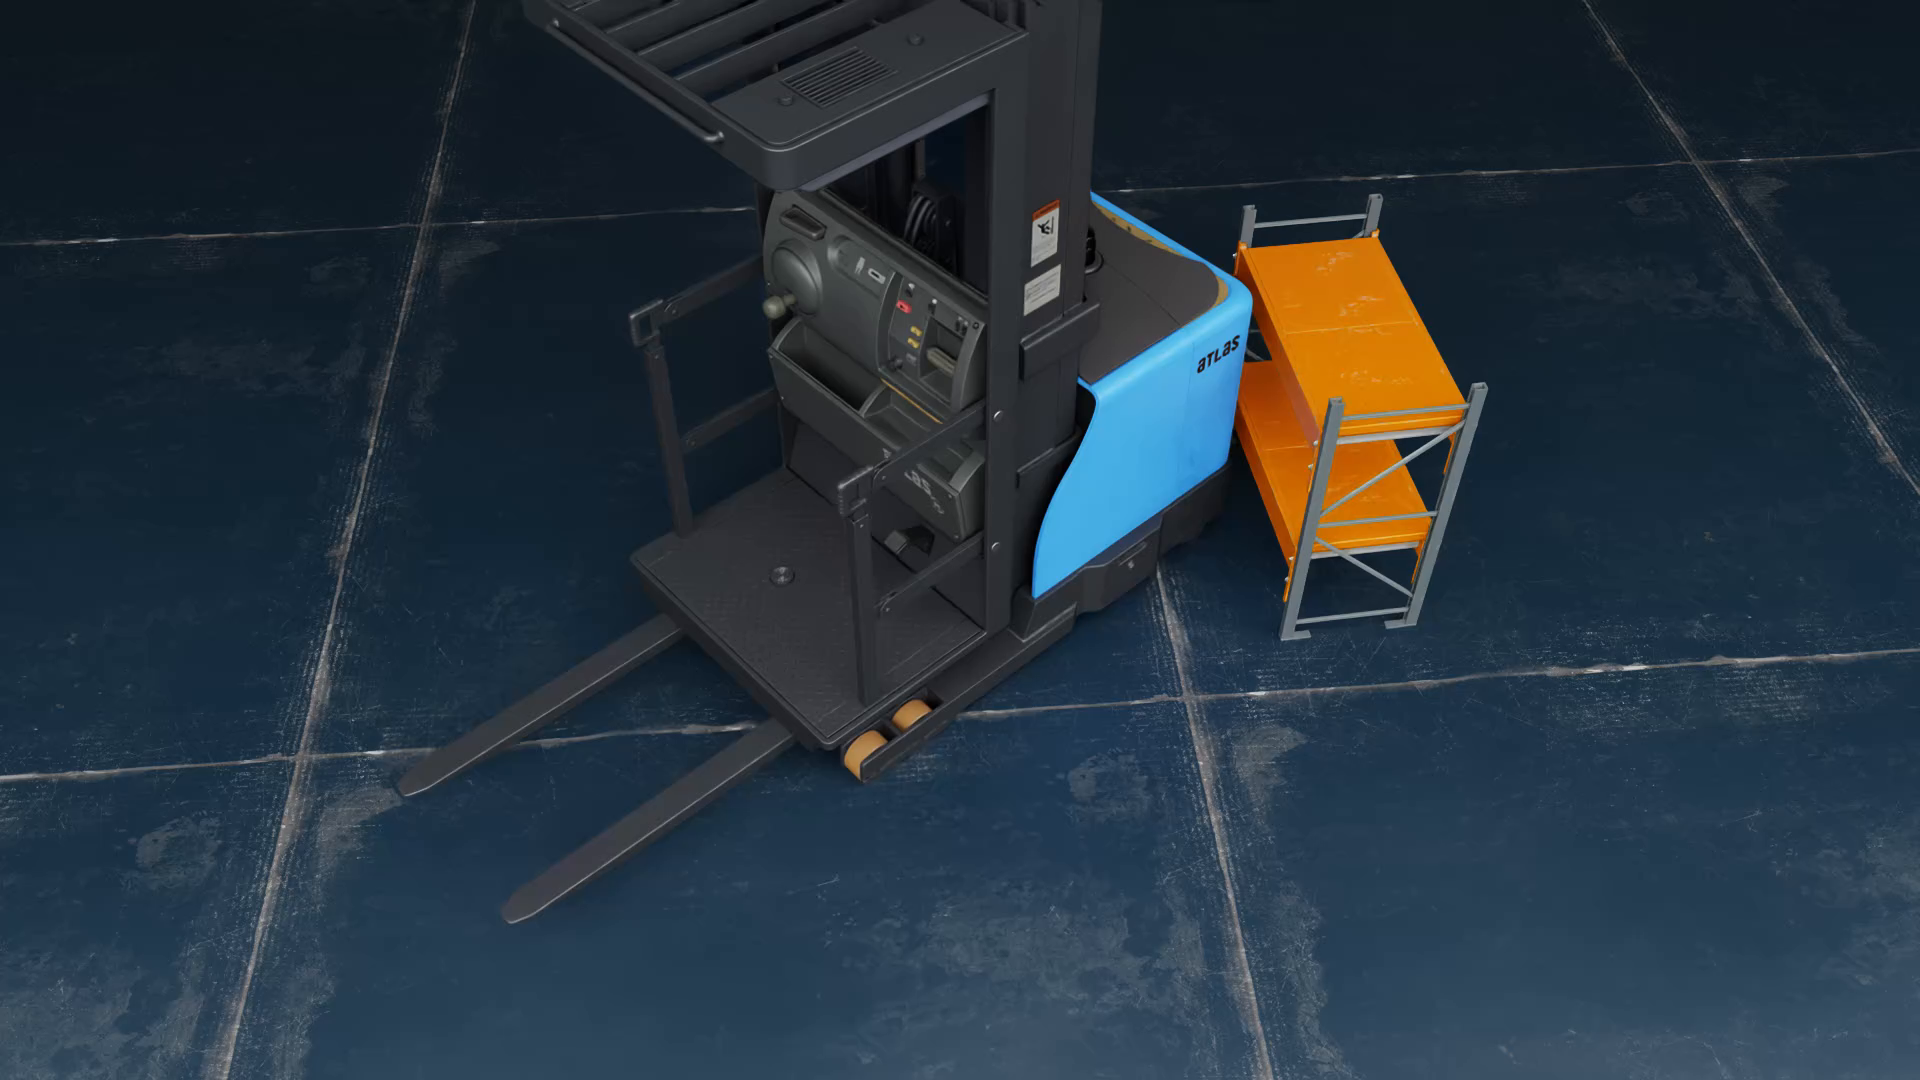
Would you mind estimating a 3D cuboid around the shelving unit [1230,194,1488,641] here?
[{"bbox_3d":[1.311,-0.431,5.883,0.538,1.125,1.048,-6,47,-6],"label":"shelving unit"}]

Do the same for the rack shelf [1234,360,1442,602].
[{"bbox_3d":[1.311,-0.262,6.061,0.538,0.278,1.000,-6,47,-6],"label":"rack shelf"}]

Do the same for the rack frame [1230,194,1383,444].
[{"bbox_3d":[1.236,-0.796,6.229,0.500,1.125,0.032,-6,47,-6],"label":"rack frame"}]

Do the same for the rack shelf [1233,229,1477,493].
[{"bbox_3d":[1.311,-0.632,5.671,0.538,0.278,1.000,-6,47,-6],"label":"rack shelf"}]

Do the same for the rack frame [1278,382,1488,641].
[{"bbox_3d":[1.385,-0.065,5.537,0.500,1.125,0.032,-6,47,-6],"label":"rack frame"}]

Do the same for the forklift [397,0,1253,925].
[{"bbox_3d":[-0.426,-0.646,4.843,3.031,2.935,1.130,-34,55,-28],"label":"forklift"}]
